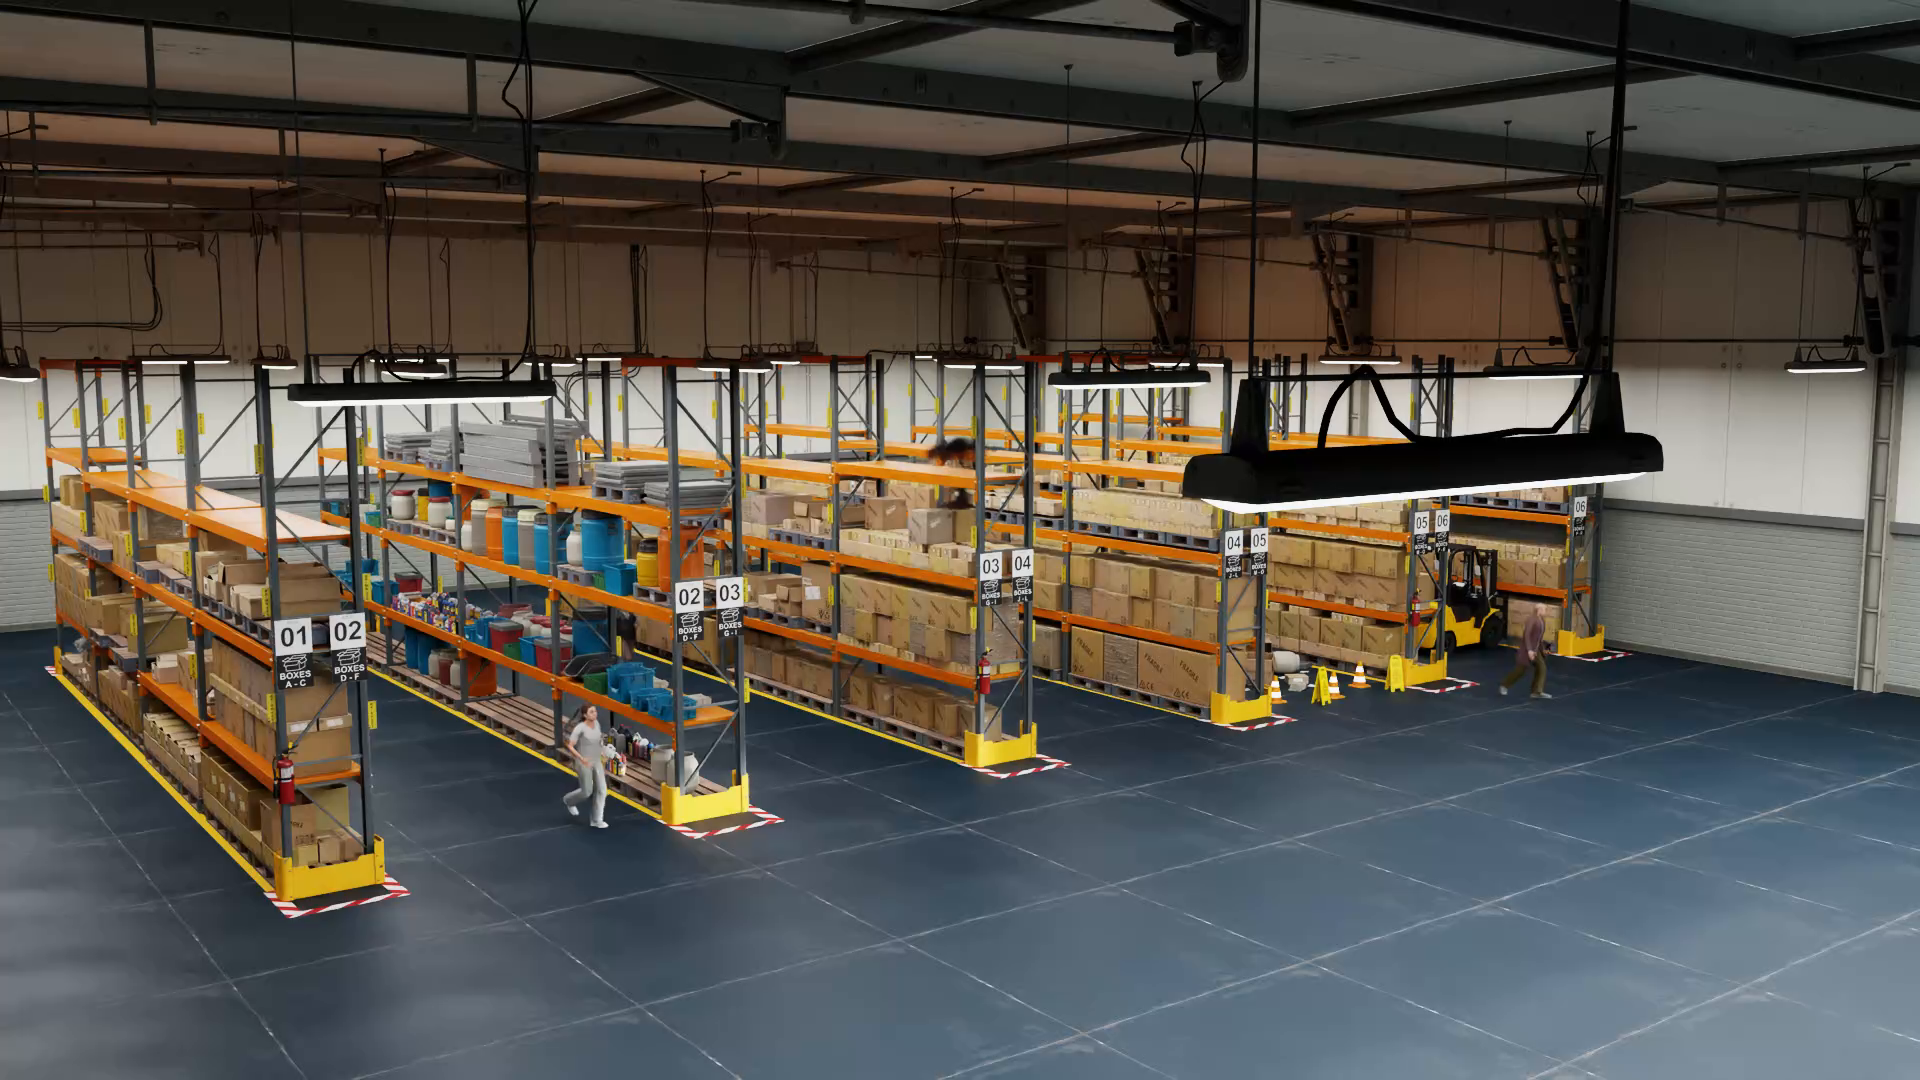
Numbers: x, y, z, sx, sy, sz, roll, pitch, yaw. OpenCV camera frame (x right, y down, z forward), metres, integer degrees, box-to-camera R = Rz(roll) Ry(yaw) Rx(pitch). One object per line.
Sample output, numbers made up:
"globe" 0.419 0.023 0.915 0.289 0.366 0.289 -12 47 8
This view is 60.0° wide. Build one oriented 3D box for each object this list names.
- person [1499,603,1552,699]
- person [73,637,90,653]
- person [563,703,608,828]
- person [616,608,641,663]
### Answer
"person" 10.073 1.946 29.554 0.922 1.713 0.763 6 9 42
"person" -17.335 1.572 33.116 0.643 1.641 0.640 -3 8 -25
"person" -4.892 2.920 21.721 0.817 1.635 0.584 5 9 38
"person" -6.108 1.851 30.290 0.725 1.749 0.636 7 10 44
